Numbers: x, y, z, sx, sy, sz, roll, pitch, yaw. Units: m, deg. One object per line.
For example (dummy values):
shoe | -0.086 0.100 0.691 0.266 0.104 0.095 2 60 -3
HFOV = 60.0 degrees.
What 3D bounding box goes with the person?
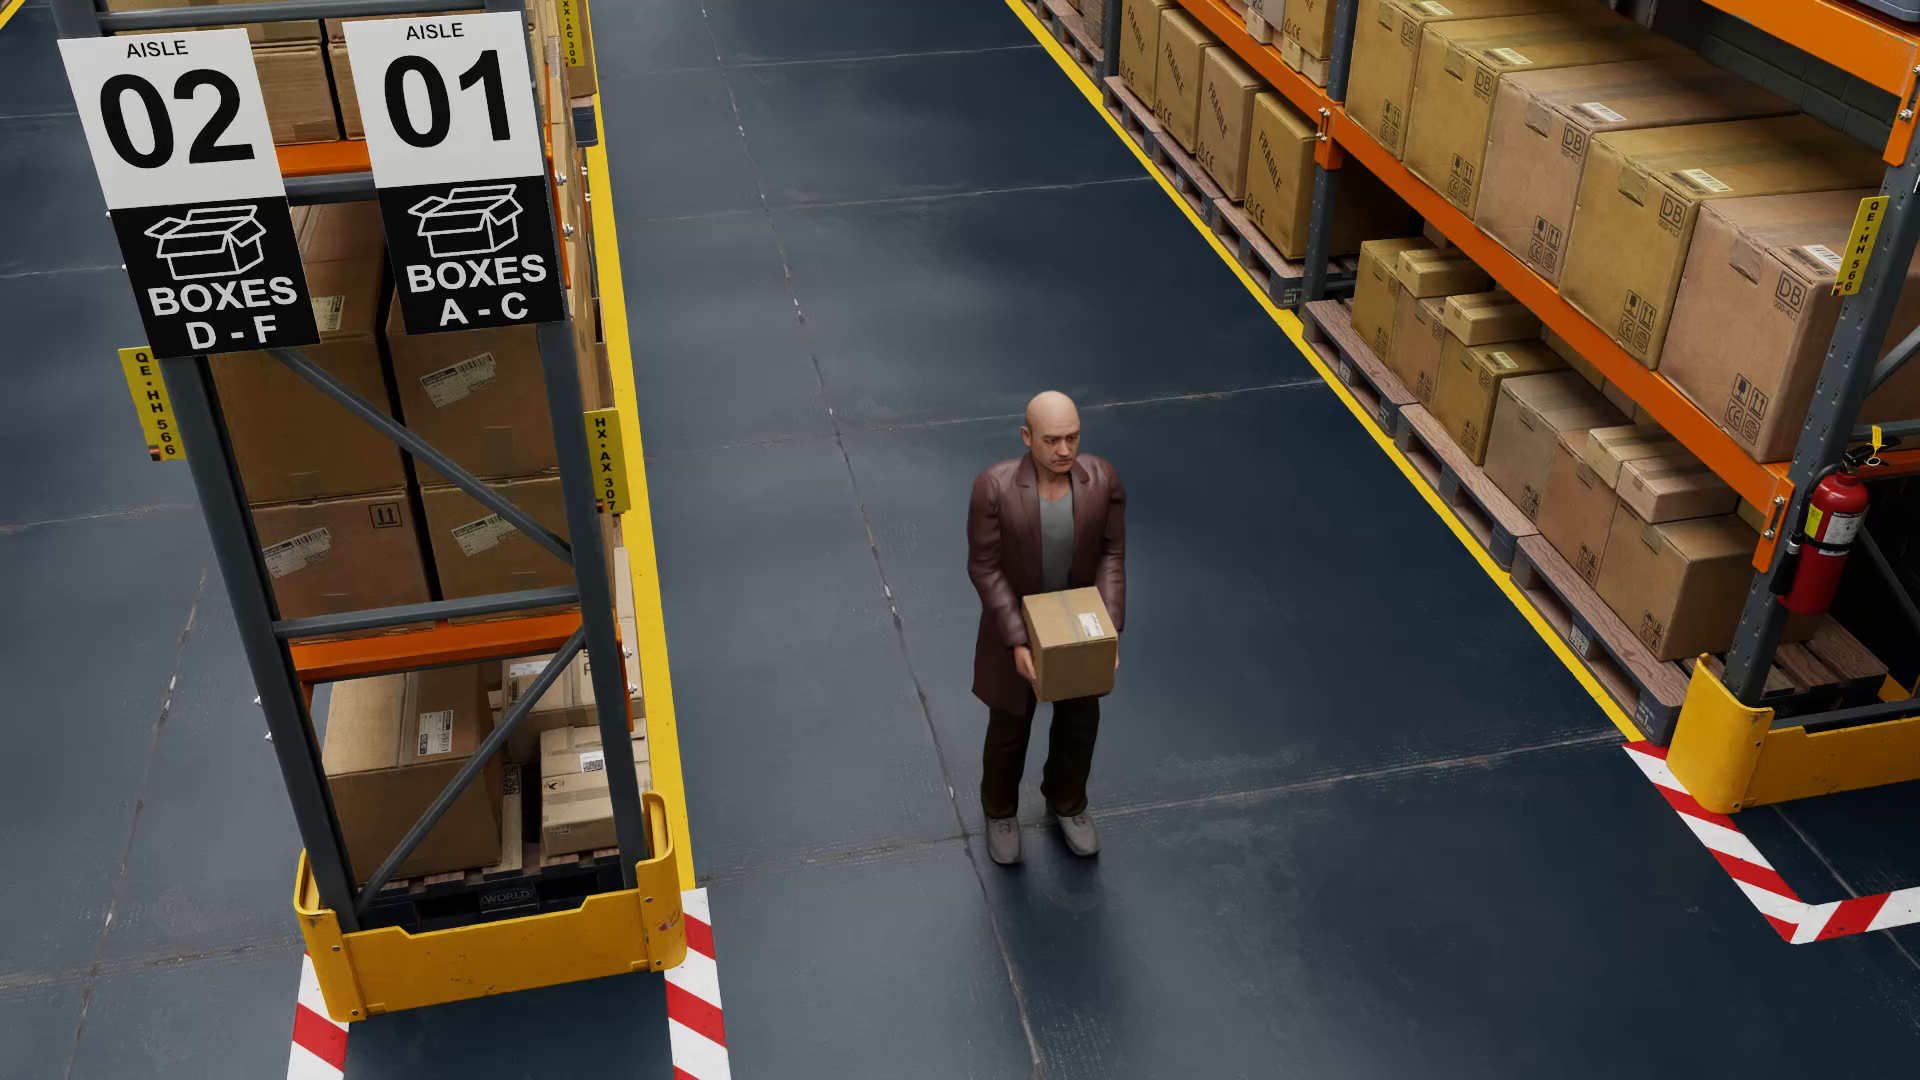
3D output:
person | 0.312 0.360 5.615 0.548 1.780 0.535 -7 35 -11
